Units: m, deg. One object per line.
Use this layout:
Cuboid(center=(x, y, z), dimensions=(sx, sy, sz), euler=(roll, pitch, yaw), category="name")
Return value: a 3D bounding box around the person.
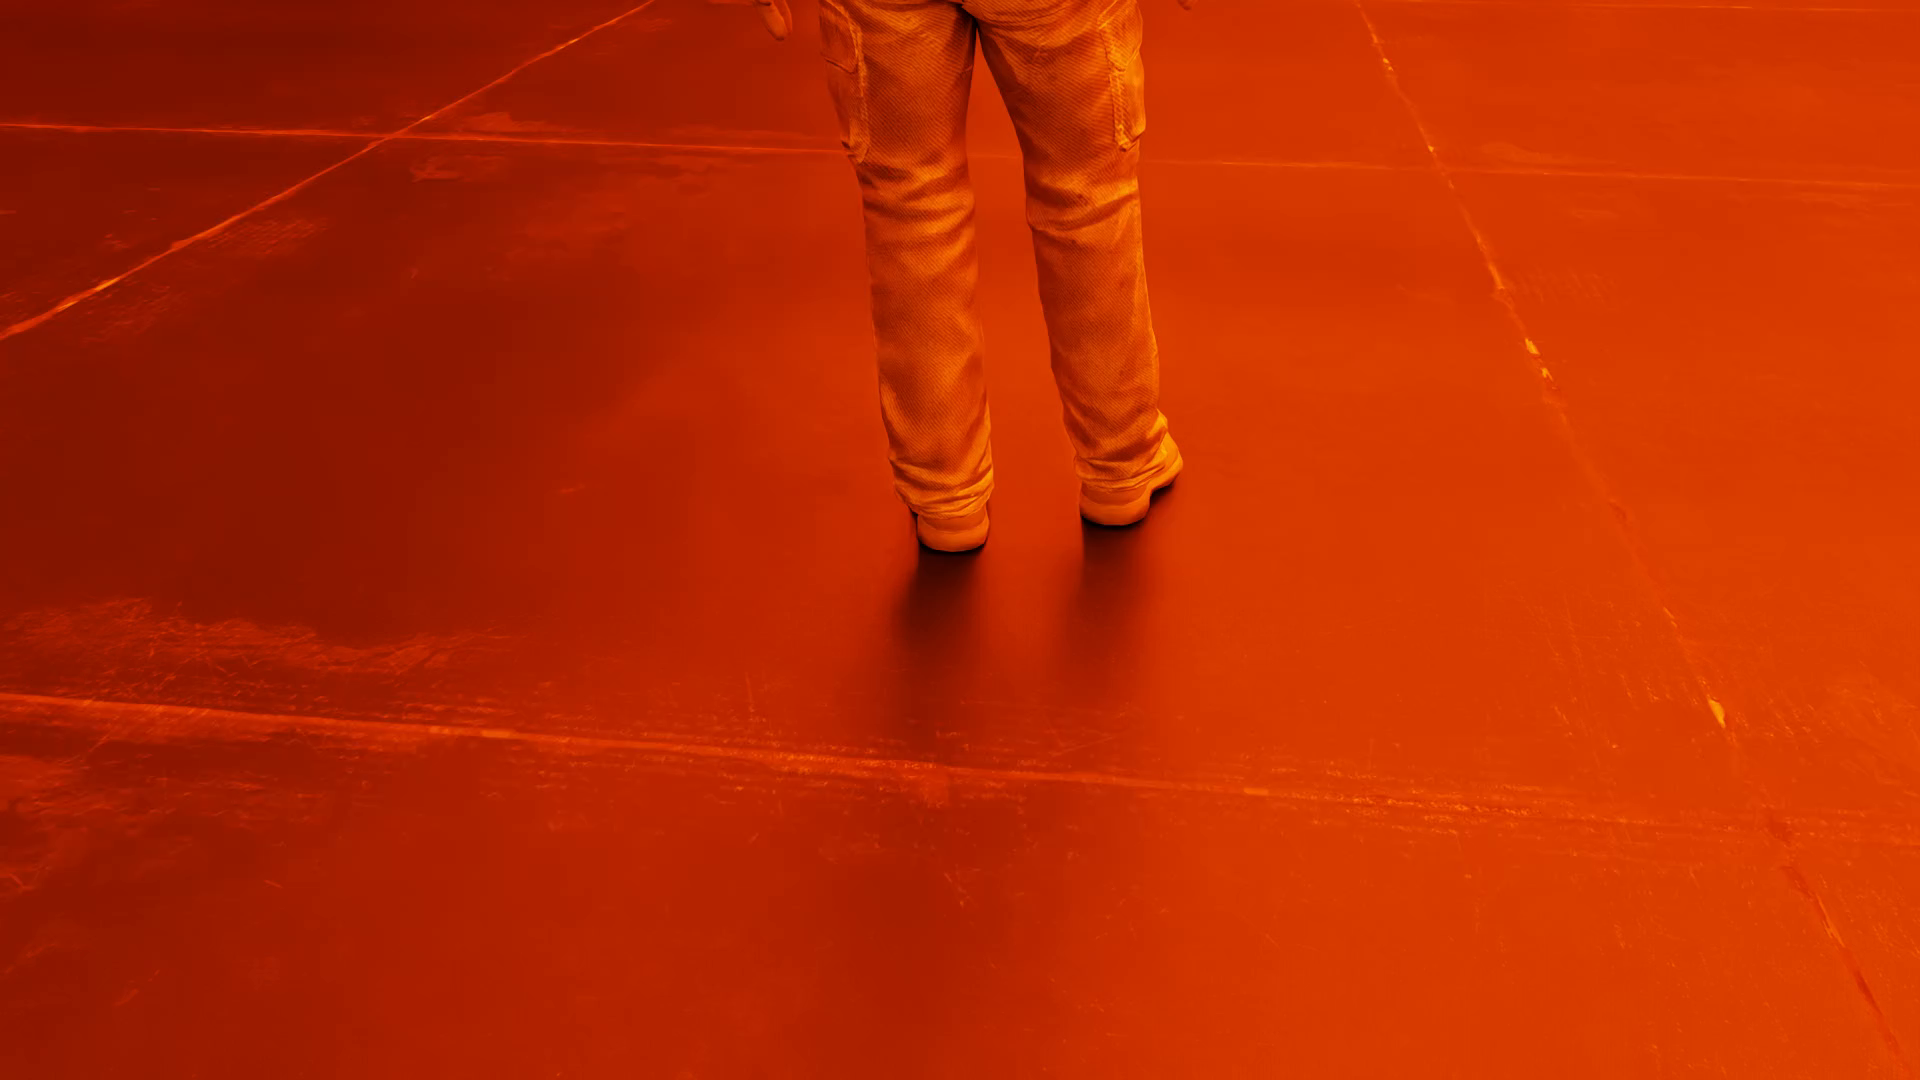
Cuboid(center=(0.018, -0.836, 2.162), dimensions=(0.656, 1.782, 0.576), euler=(3, 27, 7), category="person")
